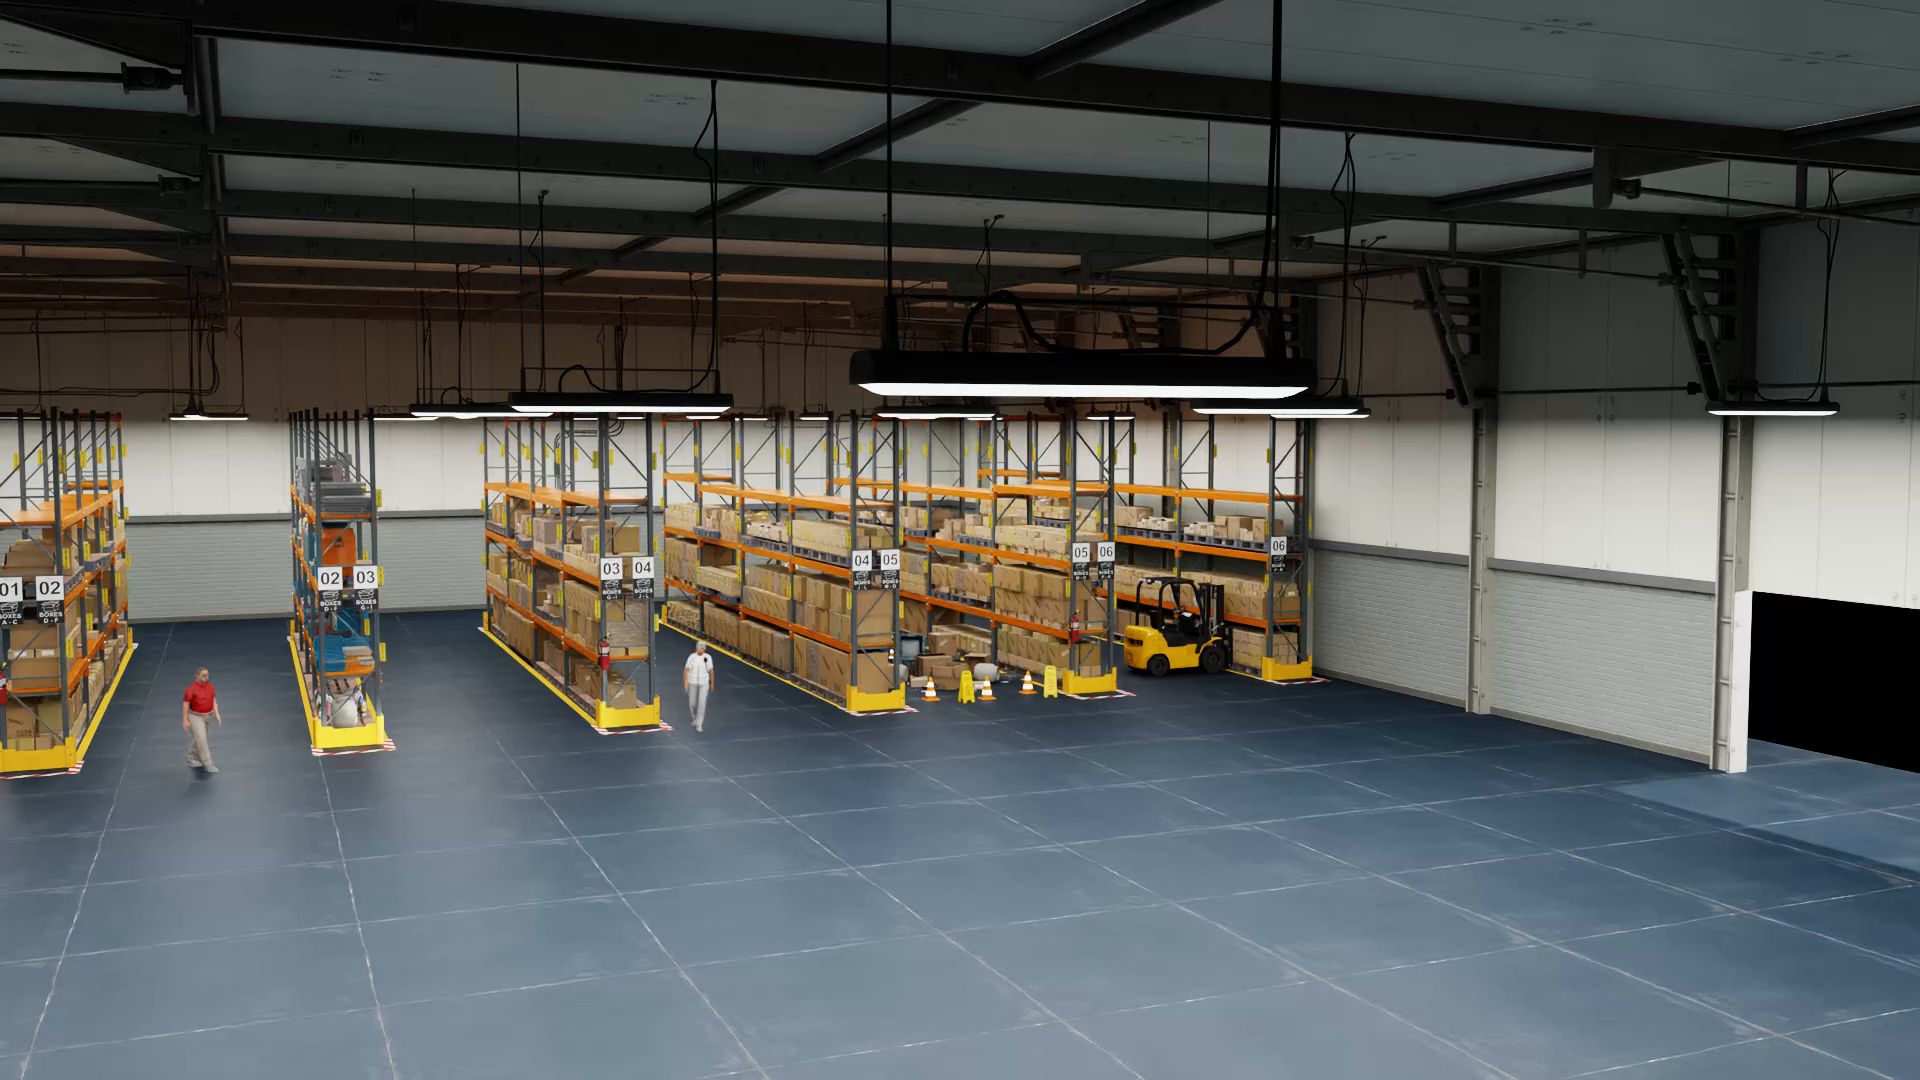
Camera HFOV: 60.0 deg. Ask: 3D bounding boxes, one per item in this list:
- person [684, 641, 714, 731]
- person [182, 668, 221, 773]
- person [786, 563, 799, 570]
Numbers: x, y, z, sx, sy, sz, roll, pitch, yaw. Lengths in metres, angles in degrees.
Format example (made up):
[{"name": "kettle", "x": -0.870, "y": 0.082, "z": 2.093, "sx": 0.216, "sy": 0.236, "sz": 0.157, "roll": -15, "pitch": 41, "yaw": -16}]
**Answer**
[{"name": "person", "x": -4.909, "y": 2.740, "z": 31.237, "sx": 0.543, "sy": 1.695, "sz": 0.704, "roll": 0, "pitch": 4, "yaw": -5}, {"name": "person", "x": -12.456, "y": 2.940, "z": 27.380, "sx": 0.972, "sy": 1.674, "sz": 0.569, "roll": 1, "pitch": 4, "yaw": 20}, {"name": "person", "x": -5.120, "y": 1.302, "z": 50.672, "sx": 1.010, "sy": 1.751, "sz": 0.631, "roll": -4, "pitch": 5, "yaw": -43}]
